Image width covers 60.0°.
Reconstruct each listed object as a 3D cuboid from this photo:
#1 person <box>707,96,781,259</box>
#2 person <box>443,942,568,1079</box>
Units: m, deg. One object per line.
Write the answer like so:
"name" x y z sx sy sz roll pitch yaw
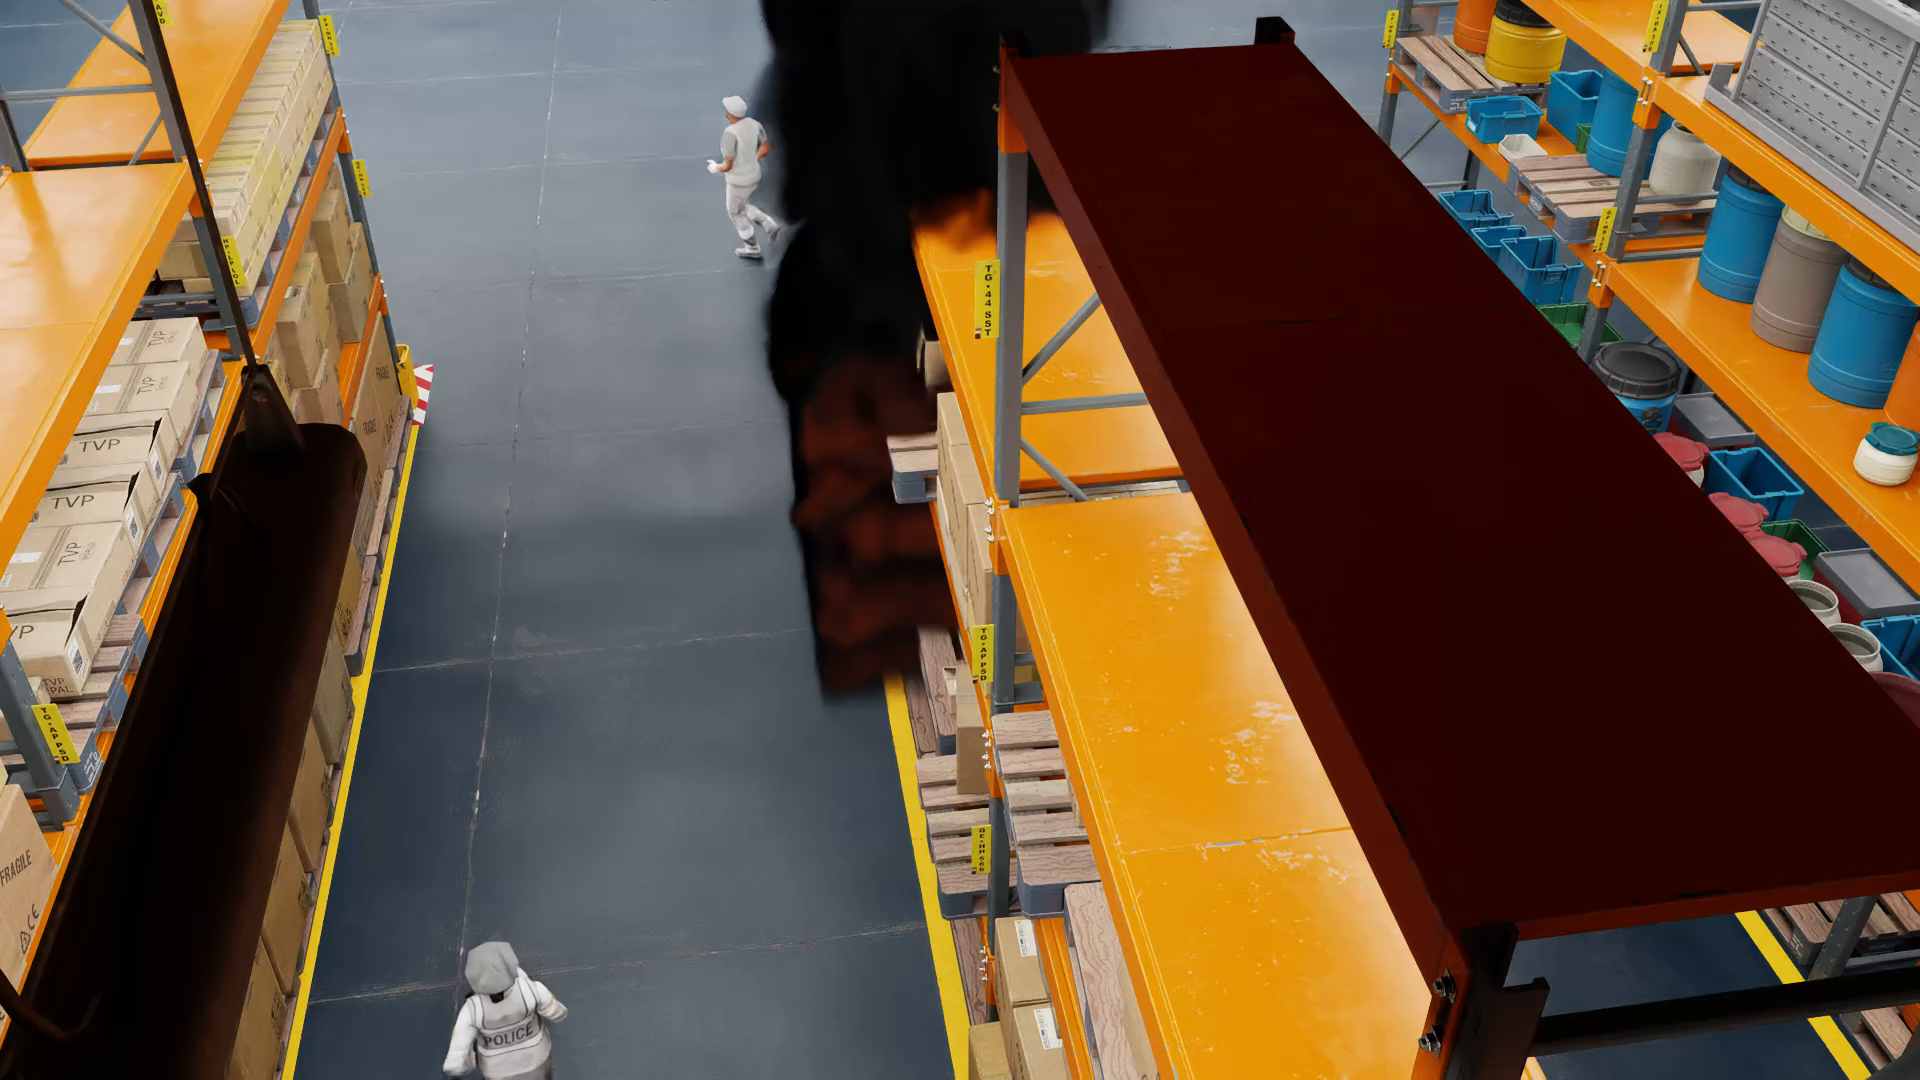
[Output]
"person" -2.230 -3.686 17.006 0.631 1.750 0.645 17 40 22
"person" -2.241 2.651 8.397 0.602 1.729 0.812 -9 37 -12
